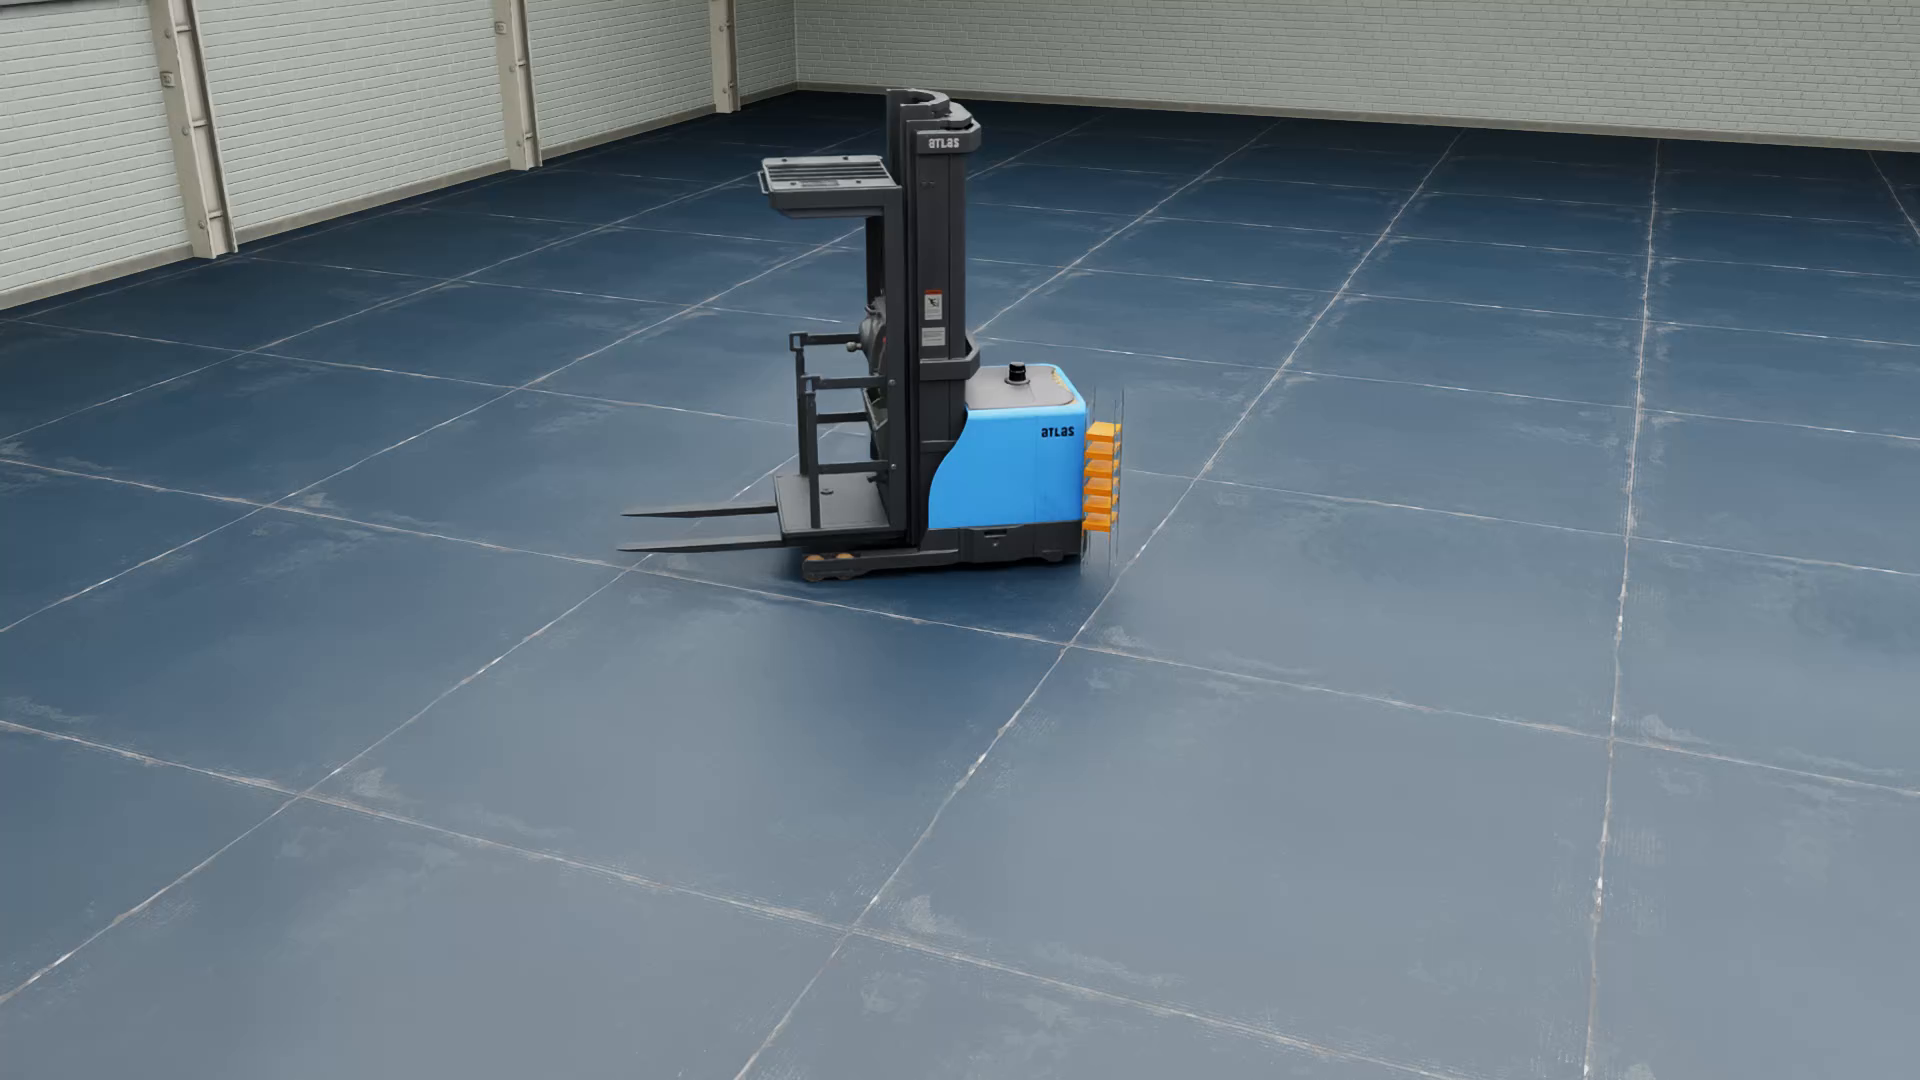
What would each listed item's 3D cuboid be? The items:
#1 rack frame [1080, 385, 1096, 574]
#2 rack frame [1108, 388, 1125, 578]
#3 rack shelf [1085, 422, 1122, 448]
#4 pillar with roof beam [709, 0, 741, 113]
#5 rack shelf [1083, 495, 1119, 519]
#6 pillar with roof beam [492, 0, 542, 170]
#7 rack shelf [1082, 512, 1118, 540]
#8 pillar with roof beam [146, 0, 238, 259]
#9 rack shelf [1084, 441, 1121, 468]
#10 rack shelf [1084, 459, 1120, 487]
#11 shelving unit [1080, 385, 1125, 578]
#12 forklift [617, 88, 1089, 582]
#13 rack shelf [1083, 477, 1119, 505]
[{"bbox_3d":[0.816,-0.376,10.593,0.006,1.200,0.240,7,24,17],"label":"rack frame"},{"bbox_3d":[0.990,-0.354,10.541,0.006,1.200,0.240,7,24,17],"label":"rack frame"},{"bbox_3d":[0.904,-0.656,10.445,0.180,0.103,0.258,7,24,17],"label":"rack shelf"},{"bbox_3d":[-0.111,-11.121,26.199,9.100,9.000,0.400,9,24,20],"label":"pillar with roof beam"},{"bbox_3d":[0.903,-0.214,10.631,0.180,0.103,0.258,7,24,17],"label":"rack shelf"},{"bbox_3d":[-2.340,-8.974,21.058,9.100,9.000,0.400,9,24,20],"label":"pillar with roof beam"},{"bbox_3d":[0.903,-0.103,10.677,0.180,0.103,0.258,7,24,17],"label":"rack shelf"},{"bbox_3d":[-4.569,-6.827,15.918,9.100,9.000,0.400,9,24,20],"label":"pillar with roof beam"},{"bbox_3d":[0.904,-0.546,10.492,0.180,0.103,0.258,7,24,17],"label":"rack shelf"},{"bbox_3d":[0.903,-0.435,10.538,0.180,0.103,0.258,7,24,17],"label":"rack shelf"},{"bbox_3d":[0.903,-0.365,10.567,0.189,1.200,0.258,7,24,17],"label":"shelving unit"},{"bbox_3d":[-0.729,-1.303,10.568,3.031,2.935,1.130,-4,23,-8],"label":"forklift"},{"bbox_3d":[0.903,-0.324,10.584,0.180,0.103,0.258,7,24,17],"label":"rack shelf"}]
